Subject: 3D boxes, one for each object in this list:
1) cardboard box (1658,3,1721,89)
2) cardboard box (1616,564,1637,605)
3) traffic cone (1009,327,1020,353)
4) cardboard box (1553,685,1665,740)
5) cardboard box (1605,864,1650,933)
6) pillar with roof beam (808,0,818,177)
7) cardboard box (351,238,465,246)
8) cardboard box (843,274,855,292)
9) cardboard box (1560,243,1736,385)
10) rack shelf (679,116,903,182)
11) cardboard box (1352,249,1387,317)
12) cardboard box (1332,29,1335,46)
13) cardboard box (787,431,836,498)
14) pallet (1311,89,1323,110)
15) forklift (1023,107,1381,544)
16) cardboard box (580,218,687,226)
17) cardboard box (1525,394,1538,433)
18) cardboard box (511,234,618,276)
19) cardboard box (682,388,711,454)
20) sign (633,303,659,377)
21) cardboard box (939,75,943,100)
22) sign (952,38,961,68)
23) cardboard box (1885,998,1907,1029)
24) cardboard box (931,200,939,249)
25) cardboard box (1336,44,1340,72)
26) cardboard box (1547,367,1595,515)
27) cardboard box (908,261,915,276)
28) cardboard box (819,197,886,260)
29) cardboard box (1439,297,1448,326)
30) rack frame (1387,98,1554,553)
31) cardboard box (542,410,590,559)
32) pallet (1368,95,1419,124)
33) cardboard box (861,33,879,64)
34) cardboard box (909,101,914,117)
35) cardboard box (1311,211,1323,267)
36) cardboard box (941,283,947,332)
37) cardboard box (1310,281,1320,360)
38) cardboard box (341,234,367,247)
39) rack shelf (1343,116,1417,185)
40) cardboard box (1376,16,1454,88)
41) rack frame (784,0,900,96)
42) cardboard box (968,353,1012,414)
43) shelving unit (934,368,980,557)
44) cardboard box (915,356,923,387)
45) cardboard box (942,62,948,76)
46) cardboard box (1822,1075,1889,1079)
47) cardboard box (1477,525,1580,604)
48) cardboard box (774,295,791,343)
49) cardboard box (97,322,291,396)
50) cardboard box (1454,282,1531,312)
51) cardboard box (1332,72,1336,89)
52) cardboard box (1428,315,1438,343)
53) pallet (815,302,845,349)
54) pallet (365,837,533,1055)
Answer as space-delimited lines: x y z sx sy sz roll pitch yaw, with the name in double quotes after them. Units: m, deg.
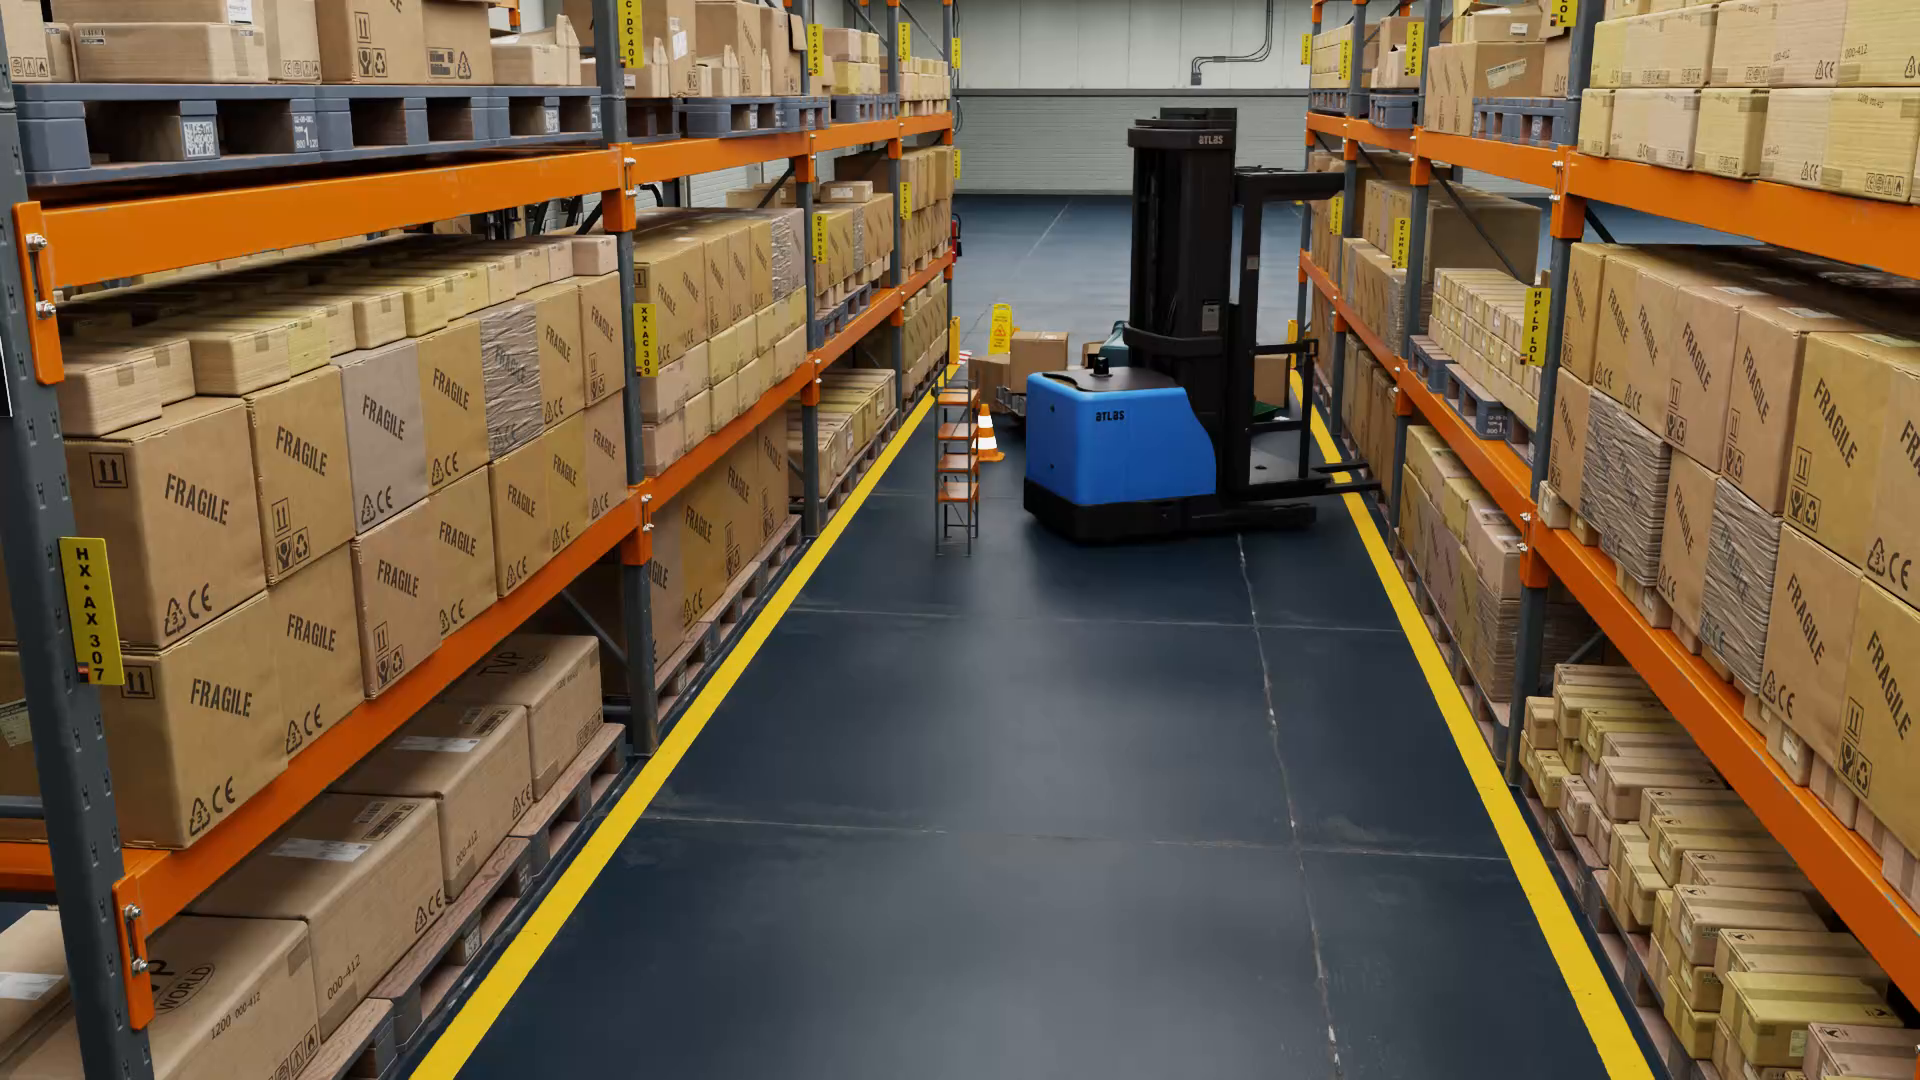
2.560 -1.566 5.291 0.500 0.250 0.500 2 15 7 "cardboard box"
2.563 0.132 5.907 0.380 0.149 0.250 2 15 7 "cardboard box"
0.641 -2.184 18.853 0.336 0.463 0.334 2 15 6 "traffic cone"
2.649 0.713 6.797 0.380 0.149 0.250 2 15 9 "cardboard box"
2.517 1.270 5.877 0.380 0.149 0.250 1 15 5 "cardboard box"
0.487 -12.543 40.810 9.100 9.000 0.400 2 15 6 "pillar with roof beam"
-2.253 -1.149 6.815 0.380 0.149 0.250 2 15 7 "cardboard box"
-1.043 -2.061 13.216 0.380 0.149 0.250 2 15 8 "cardboard box"
2.691 -0.891 6.534 0.500 0.500 0.500 2 15 8 "cardboard box"
-1.269 -3.103 13.022 1.077 0.370 4.000 2 15 6 "rack shelf"
3.444 -2.060 13.344 0.500 0.500 0.500 2 15 6 "cardboard box"
3.754 -4.795 15.861 0.380 0.149 0.250 2 15 6 "cardboard box"
-1.421 -0.564 12.231 0.950 0.372 0.625 1 15 2 "cardboard box"
4.264 -4.651 17.540 1.003 0.211 1.213 2 15 6 "pallet"
2.039 -1.608 11.993 3.031 2.935 1.130 -6 16 -20 "forklift"
-1.913 -1.631 9.840 0.500 0.500 0.500 2 15 8 "cardboard box"
2.860 -0.584 7.752 0.380 0.149 0.250 2 15 7 "cardboard box"
-1.665 -1.201 7.007 0.380 0.149 0.250 1 15 5 "cardboard box"
-1.577 -0.614 8.474 0.500 0.250 0.500 1 15 5 "cardboard box"
-1.394 -0.886 7.383 0.100 0.325 0.005 2 15 6 "sign"
-0.453 -4.807 17.663 0.500 0.250 0.500 1 15 5 "cardboard box"
-0.043 -5.412 18.488 0.100 0.325 0.005 2 15 6 "sign"
2.498 1.394 4.847 0.380 0.149 0.250 2 15 6 "cardboard box"
-0.500 -3.342 17.513 0.500 0.500 0.500 2 15 6 "cardboard box"
3.744 -4.438 15.302 0.500 0.250 0.500 2 15 6 "cardboard box"
2.677 -0.397 6.623 0.500 0.500 0.500 1 15 5 "cardboard box"
-0.650 -2.672 16.278 0.380 0.149 0.250 2 15 8 "cardboard box"
-0.922 -2.660 14.188 0.500 0.500 0.500 2 15 7 "cardboard box"
3.153 -1.399 10.196 0.380 0.149 0.250 2 15 9 "cardboard box"
3.435 -1.364 10.959 1.000 3.000 0.127 2 15 6 "rack frame"
-1.797 -0.233 6.585 0.500 0.500 0.500 1 15 5 "cardboard box"
3.578 -3.179 12.289 1.003 0.211 1.213 2 15 9 "pallet"
-0.982 -4.186 14.176 0.500 0.250 0.500 2 15 8 "cardboard box"
-0.652 -4.188 16.137 0.380 0.149 0.250 1 15 5 "cardboard box"
4.113 -3.129 17.199 0.875 0.550 0.550 2 15 6 "cardboard box"
-0.423 -2.580 18.484 0.500 0.500 0.500 2 15 7 "cardboard box"
4.327 -2.438 18.197 0.875 0.875 0.875 2 15 7 "cardboard box"
-5.777 -2.700 15.231 0.500 0.250 0.500 1 15 5 "cardboard box"
3.661 -2.983 12.580 1.077 0.370 4.000 2 15 6 "rack shelf"
3.353 -3.570 12.185 0.500 0.500 0.500 2 15 6 "cardboard box"
-1.043 -5.417 14.455 1.000 3.000 0.127 2 15 6 "rack frame"
0.430 -1.553 16.444 0.500 0.500 0.500 -14 20 -42 "cardboard box"
-0.019 -0.536 11.347 0.258 1.200 0.503 2 15 6 "shelving unit"
-0.659 -1.680 16.592 0.500 0.250 0.500 3 15 9 "cardboard box"
-0.337 -5.174 18.255 0.380 0.149 0.250 2 15 7 "cardboard box"
2.340 1.453 4.061 0.380 0.149 0.250 2 15 7 "cardboard box"
2.817 0.115 8.038 0.500 0.250 0.500 1 15 5 "cardboard box"
-1.351 -1.386 10.371 0.500 0.250 0.500 1 15 5 "cardboard box"
-1.980 -0.471 4.306 0.380 0.149 0.250 2 15 8 "cardboard box"
3.100 -1.416 9.691 0.380 0.149 0.250 1 15 4 "cardboard box"
3.724 -4.346 15.728 0.380 0.149 0.250 2 15 7 "cardboard box"
3.184 -1.335 10.530 0.380 0.149 0.250 1 15 5 "cardboard box"
-1.520 -1.579 12.122 1.213 0.211 1.003 2 15 6 "pallet"
-2.245 1.412 6.035 1.003 0.211 1.213 2 15 6 "pallet"
